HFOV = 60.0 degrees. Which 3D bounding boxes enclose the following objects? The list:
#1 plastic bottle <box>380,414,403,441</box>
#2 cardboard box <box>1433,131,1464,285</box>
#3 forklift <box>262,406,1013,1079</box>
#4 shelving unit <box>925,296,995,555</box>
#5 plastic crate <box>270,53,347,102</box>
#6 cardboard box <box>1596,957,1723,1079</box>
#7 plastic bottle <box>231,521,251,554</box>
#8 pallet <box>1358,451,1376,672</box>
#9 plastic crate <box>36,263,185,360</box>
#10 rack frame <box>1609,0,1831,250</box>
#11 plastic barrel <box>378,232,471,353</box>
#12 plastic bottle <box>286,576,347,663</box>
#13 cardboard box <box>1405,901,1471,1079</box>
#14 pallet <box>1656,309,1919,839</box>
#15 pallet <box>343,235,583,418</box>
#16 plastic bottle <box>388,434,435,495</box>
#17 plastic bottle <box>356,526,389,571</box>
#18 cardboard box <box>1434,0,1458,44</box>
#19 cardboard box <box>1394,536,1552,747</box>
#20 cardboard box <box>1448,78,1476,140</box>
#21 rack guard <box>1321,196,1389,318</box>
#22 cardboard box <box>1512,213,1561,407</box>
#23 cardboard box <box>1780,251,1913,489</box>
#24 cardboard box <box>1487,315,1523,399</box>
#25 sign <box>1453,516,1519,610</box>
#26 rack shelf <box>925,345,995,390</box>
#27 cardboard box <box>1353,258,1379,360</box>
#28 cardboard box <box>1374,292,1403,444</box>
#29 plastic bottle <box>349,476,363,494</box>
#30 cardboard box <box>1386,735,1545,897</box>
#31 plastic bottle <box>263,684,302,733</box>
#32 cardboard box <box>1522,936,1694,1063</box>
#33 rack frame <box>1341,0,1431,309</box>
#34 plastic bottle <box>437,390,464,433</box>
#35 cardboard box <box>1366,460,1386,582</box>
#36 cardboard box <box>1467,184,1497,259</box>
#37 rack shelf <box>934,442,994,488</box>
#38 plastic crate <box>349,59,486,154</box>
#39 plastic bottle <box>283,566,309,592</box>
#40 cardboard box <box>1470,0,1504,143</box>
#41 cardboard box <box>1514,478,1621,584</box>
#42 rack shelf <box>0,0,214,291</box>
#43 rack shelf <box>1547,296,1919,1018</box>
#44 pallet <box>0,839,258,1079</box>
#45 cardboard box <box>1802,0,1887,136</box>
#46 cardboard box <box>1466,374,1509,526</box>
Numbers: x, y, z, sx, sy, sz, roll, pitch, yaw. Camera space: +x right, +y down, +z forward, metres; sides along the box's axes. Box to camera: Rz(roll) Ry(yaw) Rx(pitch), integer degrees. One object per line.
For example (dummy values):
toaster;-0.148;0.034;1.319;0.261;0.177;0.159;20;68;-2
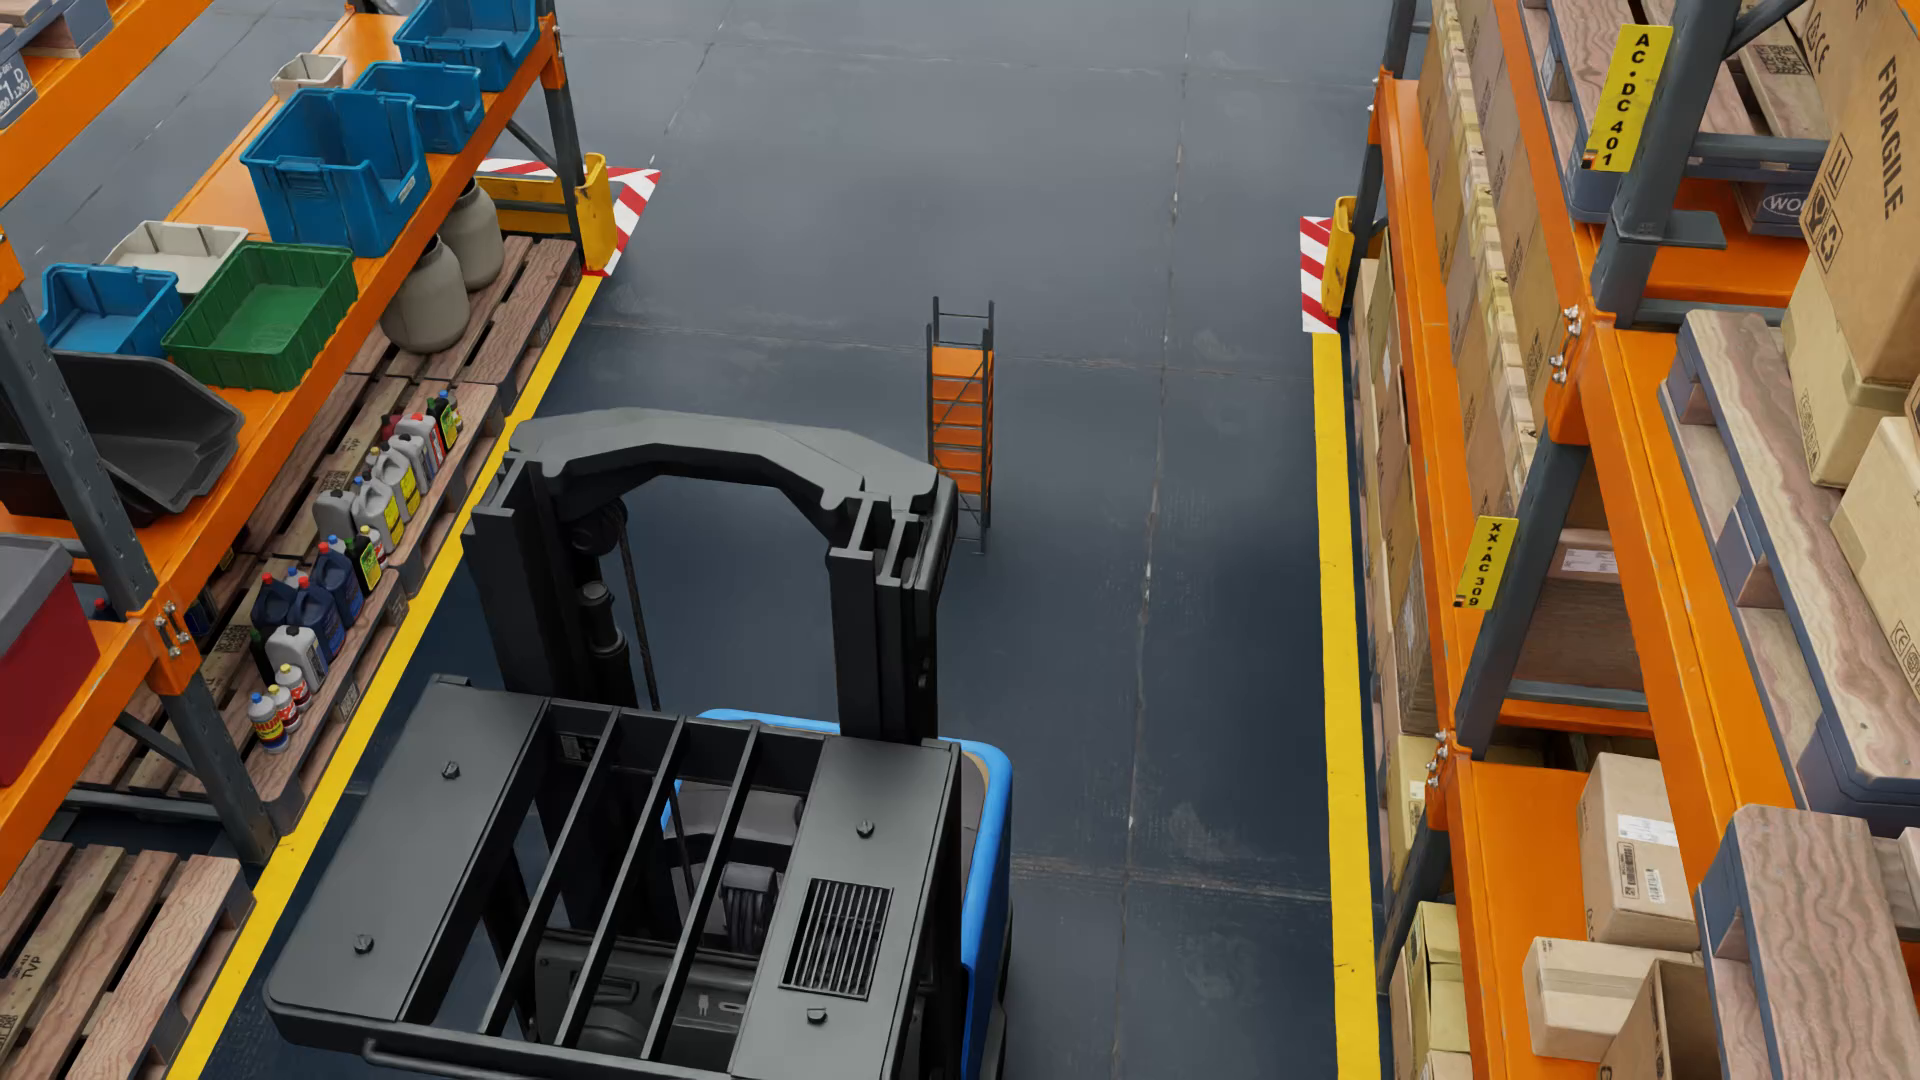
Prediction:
plastic bottle;-2.442;-0.446;7.195;0.061;0.283;0.133;5;44;6
cardboard box;2.231;-1.294;6.363;0.700;0.500;0.500;6;44;6
forklift;-0.581;1.282;3.765;1.130;2.935;3.031;7;44;7
shelving unit;0.002;-0.446;6.848;0.258;1.200;0.189;5;44;6
plastic crate;-2.905;-2.048;7.423;0.298;0.136;0.250;5;44;6
cardboard box;1.725;1.299;3.623;0.500;0.500;0.500;8;44;9
plastic bottle;-2.998;-0.088;6.817;0.061;0.283;0.133;5;44;6
pallet;2.218;0.095;6.996;1.003;0.211;1.213;5;44;6
plastic crate;-3.119;-0.723;5.940;0.499;0.251;0.616;5;44;6
rack frame;1.913;-1.724;2.525;1.000;3.000;0.127;5;44;6
plastic barrel;-2.545;-1.176;7.814;0.421;0.512;0.421;0;43;0
plastic bottle;-2.479;0.292;6.367;0.144;0.351;0.185;6;44;7
cardboard box;1.611;1.356;4.923;0.500;0.311;0.500;5;44;6
pallet;1.809;0.037;2.986;0.805;0.209;1.217;4;44;4
pallet;-2.544;-1.102;8.261;1.003;0.211;1.213;5;44;6
plastic bottle;-2.355;-0.339;7.088;0.152;0.276;0.135;4;44;4
plastic bottle;-2.393;0.027;6.756;0.097;0.201;0.097;0;43;0
cardboard box;2.144;-2.115;6.758;0.380;0.149;0.250;4;44;4
cardboard box;1.835;0.353;5.845;0.500;0.500;0.500;5;44;6
cardboard box;2.041;-1.591;6.205;0.380;0.149;0.250;4;44;4
rack guard;2.445;-1.380;8.344;1.175;0.500;0.348;5;44;6
cardboard box;2.031;-0.700;4.791;0.700;0.500;0.500;5;44;5
cardboard box;1.822;-0.313;3.021;0.500;0.250;0.500;9;44;10
cardboard box;1.837;-0.548;5.102;0.380;0.149;0.250;5;44;5
sign;1.362;0.062;4.315;0.100;0.325;0.005;5;44;6
rack shelf;0.002;-0.675;6.631;0.258;0.103;0.180;5;44;6
cardboard box;2.150;-1.080;7.903;0.500;0.250;0.500;5;44;6
cardboard box;2.033;-0.669;6.924;0.500;0.500;0.500;5;44;6
plastic bottle;-2.498;-0.180;6.974;0.097;0.201;0.097;0;43;0
cardboard box;1.757;0.965;5.744;0.500;0.250;0.500;5;44;6
plastic bottle;-2.507;0.612;6.137;0.097;0.201;0.097;0;43;0
cardboard box;1.593;1.131;4.056;0.380;0.149;0.250;5;44;6
rack frame;2.442;-2.271;7.467;1.000;3.000;0.127;5;44;6
plastic bottle;-2.276;-0.576;7.392;0.097;0.201;0.097;0;43;0
cardboard box;1.950;-0.058;6.824;0.500;0.250;0.500;5;44;6
cardboard box;1.938;-1.068;5.652;0.380;0.149;0.250;7;44;7
rack shelf;0.002;-0.326;6.961;0.258;0.103;0.180;5;44;6
plastic crate;-2.329;-1.860;7.141;0.499;0.251;0.408;5;44;6
plastic bottle;-2.579;0.211;6.510;0.097;0.271;0.097;0;43;0
cardboard box;2.230;-1.723;5.872;0.700;0.500;0.500;5;44;6
cardboard box;1.736;-0.022;4.547;0.380;0.149;0.250;5;44;5
rack shelf;-2.732;-2.189;5.722;1.077;0.370;4.000;5;44;6
rack shelf;1.648;0.990;2.364;1.077;0.370;4.000;5;44;6
pallet;-3.062;1.553;5.456;1.003;0.211;1.213;5;44;6
cardboard box;2.241;-1.193;3.667;0.500;0.500;0.500;9;44;9
cardboard box;2.028;-0.244;5.254;0.700;0.500;0.500;5;44;5
